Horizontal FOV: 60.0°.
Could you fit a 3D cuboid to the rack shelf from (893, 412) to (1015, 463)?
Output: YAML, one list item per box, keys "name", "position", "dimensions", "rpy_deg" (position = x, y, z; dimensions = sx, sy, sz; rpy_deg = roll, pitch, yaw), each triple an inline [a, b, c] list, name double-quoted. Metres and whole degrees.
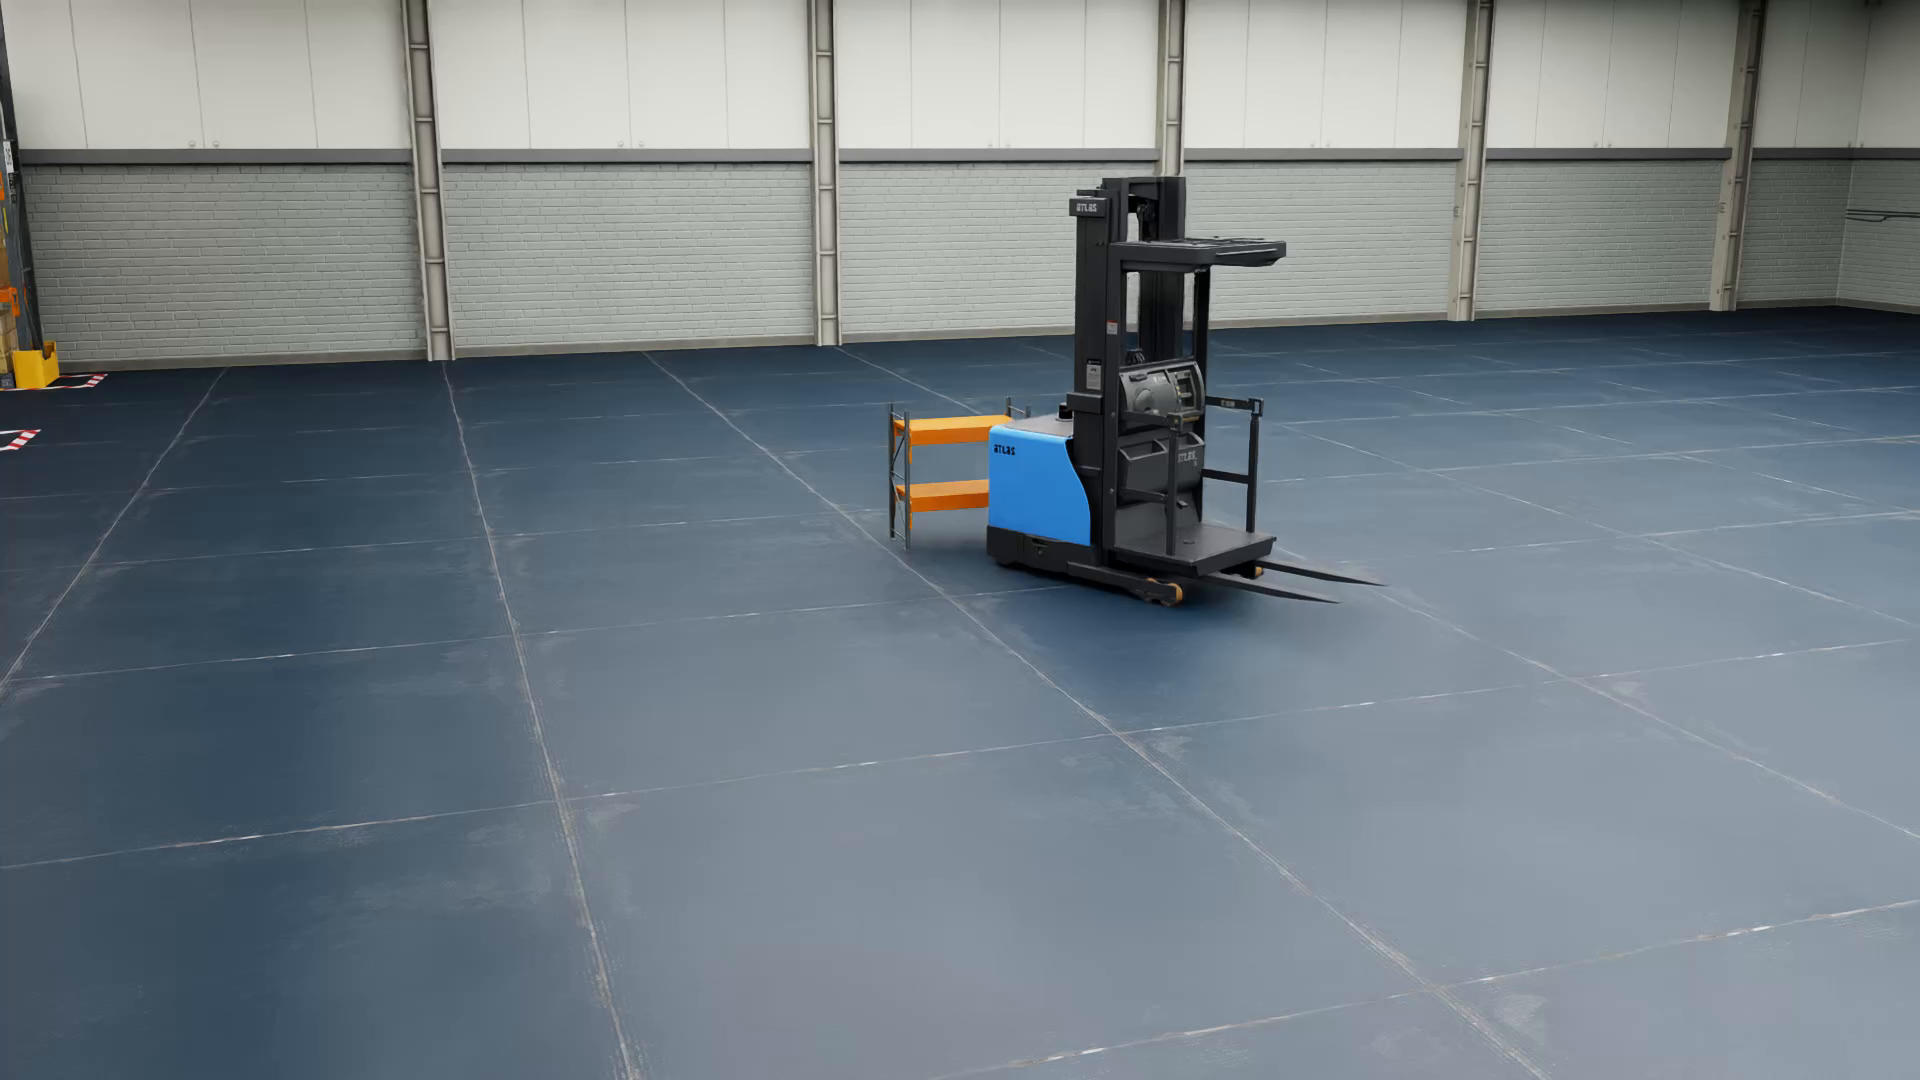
- name: "rack shelf"
  position: [-0.006, -0.831, 13.443]
  dimensions: [1.000, 0.278, 0.538]
  rpy_deg: [-4, 14, -18]

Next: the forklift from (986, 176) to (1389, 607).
- name: "forklift"
  position: [1.621, -1.094, 11.908]
  dimensions: [3.031, 2.935, 1.130]
  rpy_deg: [12, 18, 42]

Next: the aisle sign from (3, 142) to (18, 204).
- name: "aisle sign"
  position: [-12.413, -4.803, 21.736]
  dimensions: [0.004, 0.787, 0.394]
  rpy_deg: [-4, 14, -18]

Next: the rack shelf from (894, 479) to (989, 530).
- name: "rack shelf"
  position: [-0.006, -0.309, 13.567]
  dimensions: [1.000, 0.278, 0.538]
  rpy_deg: [-4, 14, -18]

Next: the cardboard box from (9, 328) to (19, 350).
- name: "cardboard box"
  position: [-13.081, -2.719, 22.545]
  dimensions: [0.500, 0.250, 0.500]
  rpy_deg: [-4, 14, -17]

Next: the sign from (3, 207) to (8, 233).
- name: "sign"
  position: [-12.409, -4.157, 21.622]
  dimensions: [0.005, 0.325, 0.100]
  rpy_deg: [-4, 14, -18]

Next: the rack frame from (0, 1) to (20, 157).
- name: "rack frame"
  position: [-12.569, -6.517, 21.593]
  dimensions: [0.127, 3.000, 1.000]
  rpy_deg: [-4, 14, -18]

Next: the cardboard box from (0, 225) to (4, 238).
- name: "cardboard box"
  position: [-12.955, -4.129, 22.259]
  dimensions: [0.250, 0.149, 0.380]
  rpy_deg: [-5, 14, -19]

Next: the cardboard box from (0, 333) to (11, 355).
- name: "cardboard box"
  position: [-12.930, -2.603, 22.060]
  dimensions: [0.500, 0.250, 0.500]
  rpy_deg: [-5, 14, -19]

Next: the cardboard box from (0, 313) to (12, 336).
- name: "cardboard box"
  position: [-12.906, -2.849, 22.011]
  dimensions: [0.500, 0.250, 0.500]
  rpy_deg: [-4, 14, -16]

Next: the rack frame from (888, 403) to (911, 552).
- name: "rack frame"
  position: [-0.488, -0.509, 13.353]
  dimensions: [0.032, 1.125, 0.500]
  rpy_deg: [-4, 14, -18]

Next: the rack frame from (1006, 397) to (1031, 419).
- name: "rack frame"
  position: [0.475, -0.584, 13.668]
  dimensions: [0.032, 1.125, 0.500]
  rpy_deg: [-4, 14, -18]

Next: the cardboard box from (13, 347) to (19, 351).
- name: "cardboard box"
  position: [-13.097, -2.471, 22.585]
  dimensions: [0.500, 0.250, 0.500]
  rpy_deg: [-4, 14, -18]

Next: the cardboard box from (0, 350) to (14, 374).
- name: "cardboard box"
  position: [-12.913, -2.361, 22.120]
  dimensions: [0.500, 0.250, 0.500]
  rpy_deg: [-4, 14, -18]

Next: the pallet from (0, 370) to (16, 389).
- name: "pallet"
  position: [-13.280, -2.176, 22.334]
  dimensions: [1.213, 0.211, 1.003]
  rpy_deg: [-4, 14, -18]

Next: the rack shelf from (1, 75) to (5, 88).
- name: "rack shelf"
  position: [-14.464, -5.825, 21.102]
  dimensions: [4.000, 0.370, 1.077]
  rpy_deg: [-4, 14, -18]

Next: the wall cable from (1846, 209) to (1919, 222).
- name: "wall cable"
  position: [18.131, -7.294, 31.571]
  dimensions: [0.112, 2.526, 3.097]
  rpy_deg: [-4, 14, -18]

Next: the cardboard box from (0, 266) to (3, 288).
- name: "cardboard box"
  position: [-12.952, -3.553, 21.881]
  dimensions: [0.500, 0.500, 0.500]
  rpy_deg: [-5, 14, -19]

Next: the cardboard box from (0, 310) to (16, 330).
- name: "cardboard box"
  position: [-13.085, -2.957, 22.467]
  dimensions: [0.500, 0.250, 0.500]
  rpy_deg: [-5, 14, -19]

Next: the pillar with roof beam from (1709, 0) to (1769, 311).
- name: "pillar with roof beam"
  position: [16.290, -7.933, 27.547]
  dimensions: [0.400, 9.000, 9.100]
  rpy_deg: [-4, 14, -18]

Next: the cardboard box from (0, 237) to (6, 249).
- name: "cardboard box"
  position: [-12.973, -3.994, 22.335]
  dimensions: [0.250, 0.149, 0.380]
  rpy_deg: [-5, 14, -20]

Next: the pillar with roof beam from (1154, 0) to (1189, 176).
- name: "pillar with roof beam"
  position: [4.917, -7.047, 23.824]
  dimensions: [0.400, 9.000, 9.100]
  rpy_deg: [-4, 14, -18]

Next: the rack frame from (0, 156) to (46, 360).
- name: "rack frame"
  position: [-12.569, -3.598, 22.288]
  dimensions: [0.127, 3.000, 1.000]
  rpy_deg: [-4, 14, -18]

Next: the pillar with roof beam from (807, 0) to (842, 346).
- name: "pillar with roof beam"
  position: [-0.770, -6.604, 21.962]
  dimensions: [0.400, 9.000, 9.100]
  rpy_deg: [-4, 14, -18]

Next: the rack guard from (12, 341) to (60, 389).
- name: "rack guard"
  position: [-12.546, -2.384, 22.584]
  dimensions: [0.348, 0.500, 1.175]
  rpy_deg: [-4, 14, -18]

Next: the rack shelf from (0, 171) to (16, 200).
- name: "rack shelf"
  position: [-14.464, -4.560, 21.403]
  dimensions: [4.000, 0.370, 1.077]
  rpy_deg: [-4, 14, -18]

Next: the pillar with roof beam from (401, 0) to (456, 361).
- name: "pillar with roof beam"
  position: [-6.457, -6.162, 20.101]
  dimensions: [0.400, 9.000, 9.100]
  rpy_deg: [-4, 14, -18]

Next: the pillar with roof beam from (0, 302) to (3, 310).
- name: "pillar with roof beam"
  position: [-12.143, -5.719, 18.239]
  dimensions: [0.400, 9.000, 9.100]
  rpy_deg: [-4, 14, -18]

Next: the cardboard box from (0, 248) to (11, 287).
- name: "cardboard box"
  position: [-13.127, -3.671, 22.378]
  dimensions: [0.500, 0.500, 0.500]
  rpy_deg: [-4, 14, -16]

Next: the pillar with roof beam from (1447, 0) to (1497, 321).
- name: "pillar with roof beam"
  position: [10.603, -7.490, 25.686]
  dimensions: [0.400, 9.000, 9.100]
  rpy_deg: [-4, 14, -18]

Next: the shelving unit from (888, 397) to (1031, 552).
- name: "shelving unit"
  position: [-0.006, -0.547, 13.511]
  dimensions: [1.048, 1.125, 0.538]
  rpy_deg: [-4, 14, -18]

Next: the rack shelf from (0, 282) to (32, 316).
- name: "rack shelf"
  position: [-14.464, -3.101, 21.750]
  dimensions: [4.000, 0.370, 1.077]
  rpy_deg: [-4, 14, -18]
